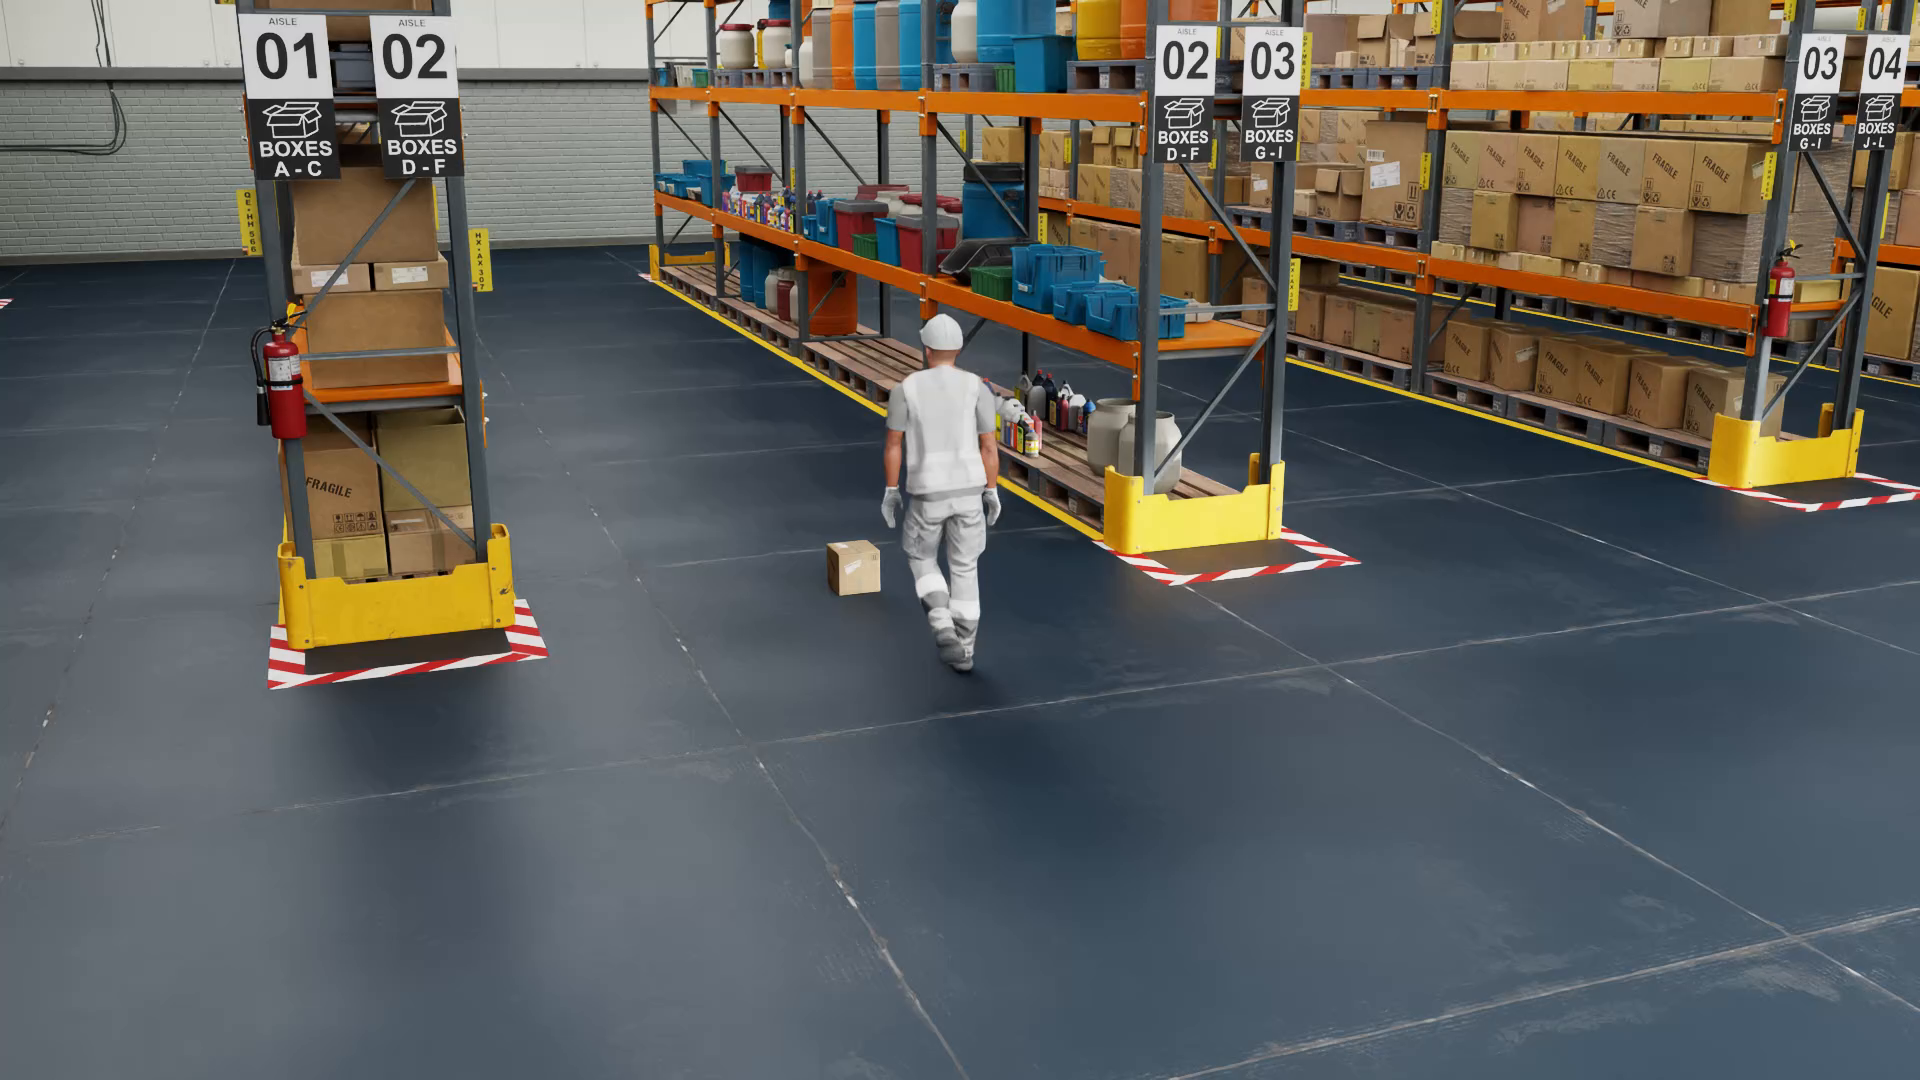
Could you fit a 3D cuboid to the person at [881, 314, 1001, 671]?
[{"bbox_3d":[-0.090,-0.216,8.231,0.597,1.771,0.542,-1,15,-4],"label":"person"}]
